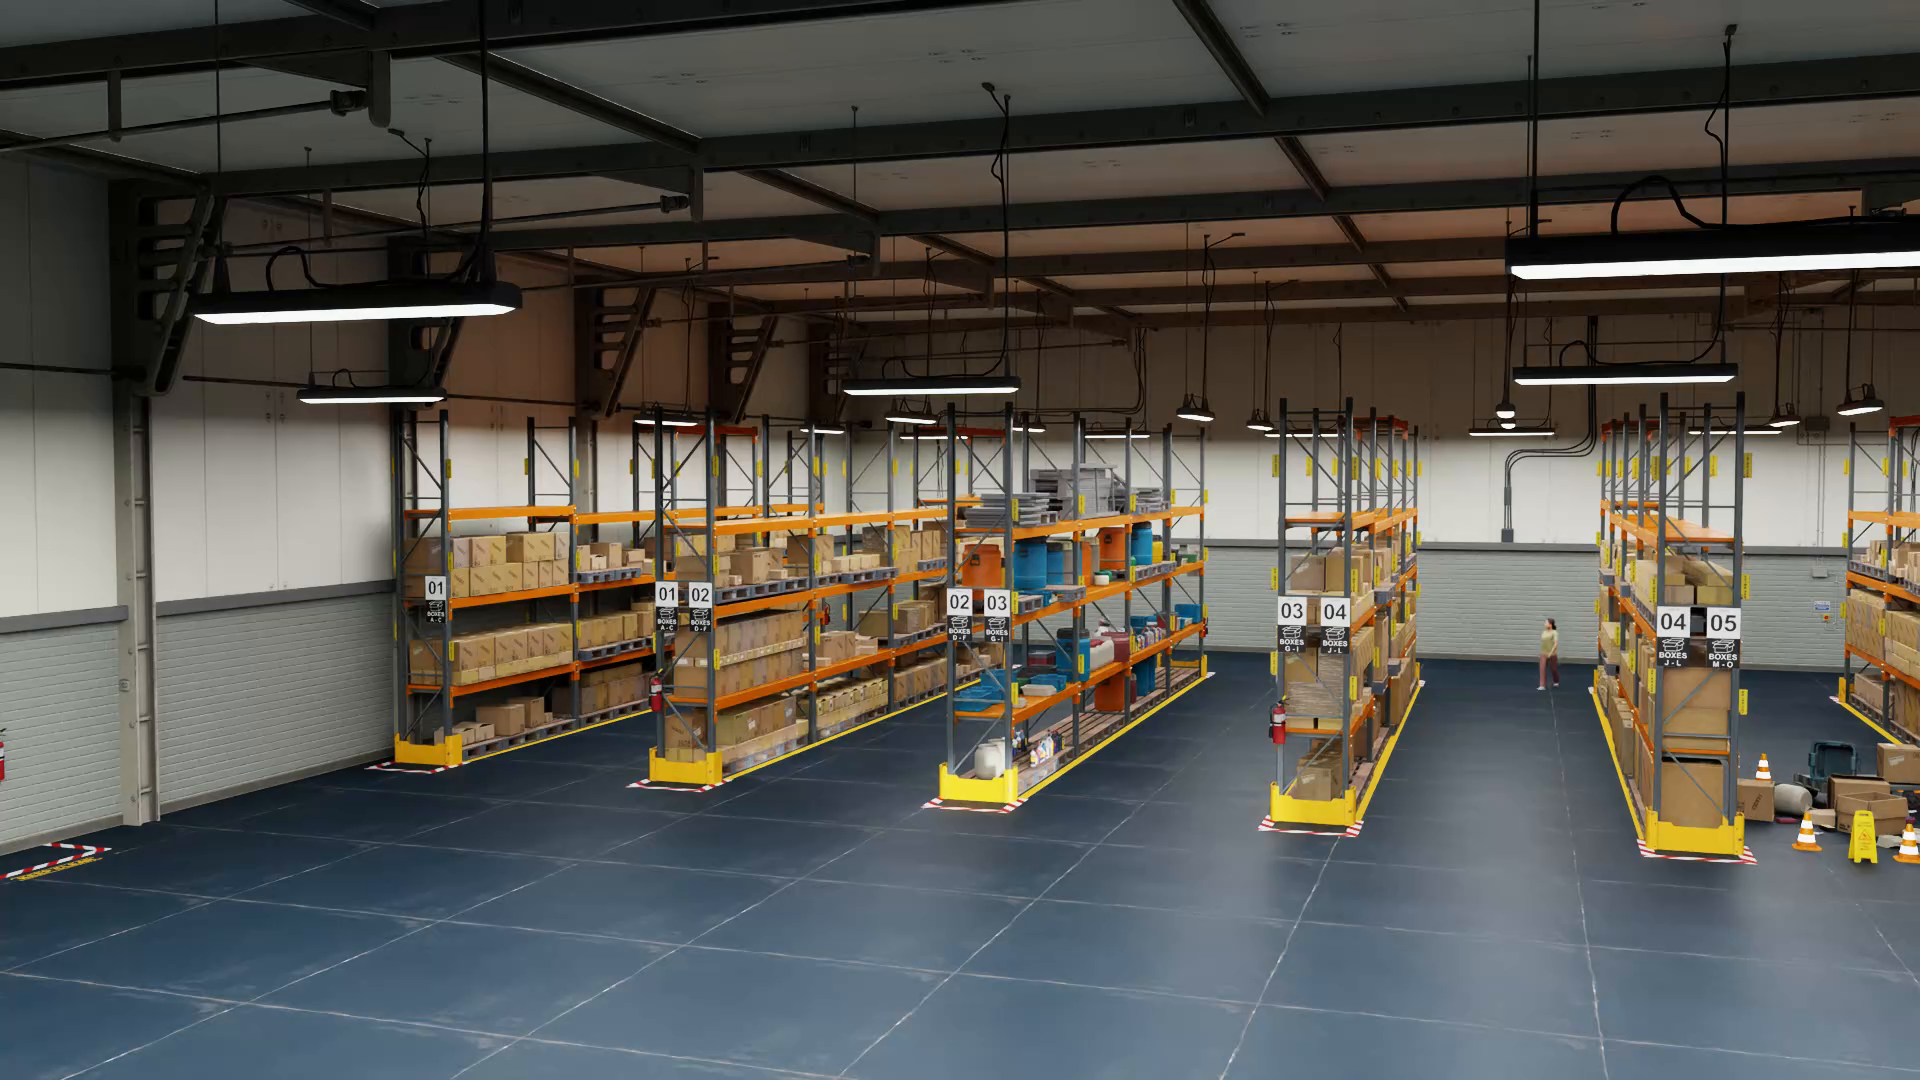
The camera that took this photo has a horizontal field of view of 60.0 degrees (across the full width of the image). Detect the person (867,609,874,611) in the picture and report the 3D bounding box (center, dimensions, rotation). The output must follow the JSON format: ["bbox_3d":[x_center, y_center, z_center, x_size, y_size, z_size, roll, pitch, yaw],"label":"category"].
[{"bbox_3d":[-2.031,2.505,39.604,0.493,1.630,0.513,2,3,43],"label":"person"}]

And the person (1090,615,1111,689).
[{"bbox_3d":[3.163,2.567,37.954,0.530,1.734,0.520,0,2,-5],"label":"person"}]

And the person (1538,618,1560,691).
[{"bbox_3d":[13.329,2.581,37.598,0.419,1.621,1.051,1,3,31],"label":"person"}]

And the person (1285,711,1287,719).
[{"bbox_3d":[6.565,2.719,33.315,0.375,1.699,0.524,0,2,1],"label":"person"}]
